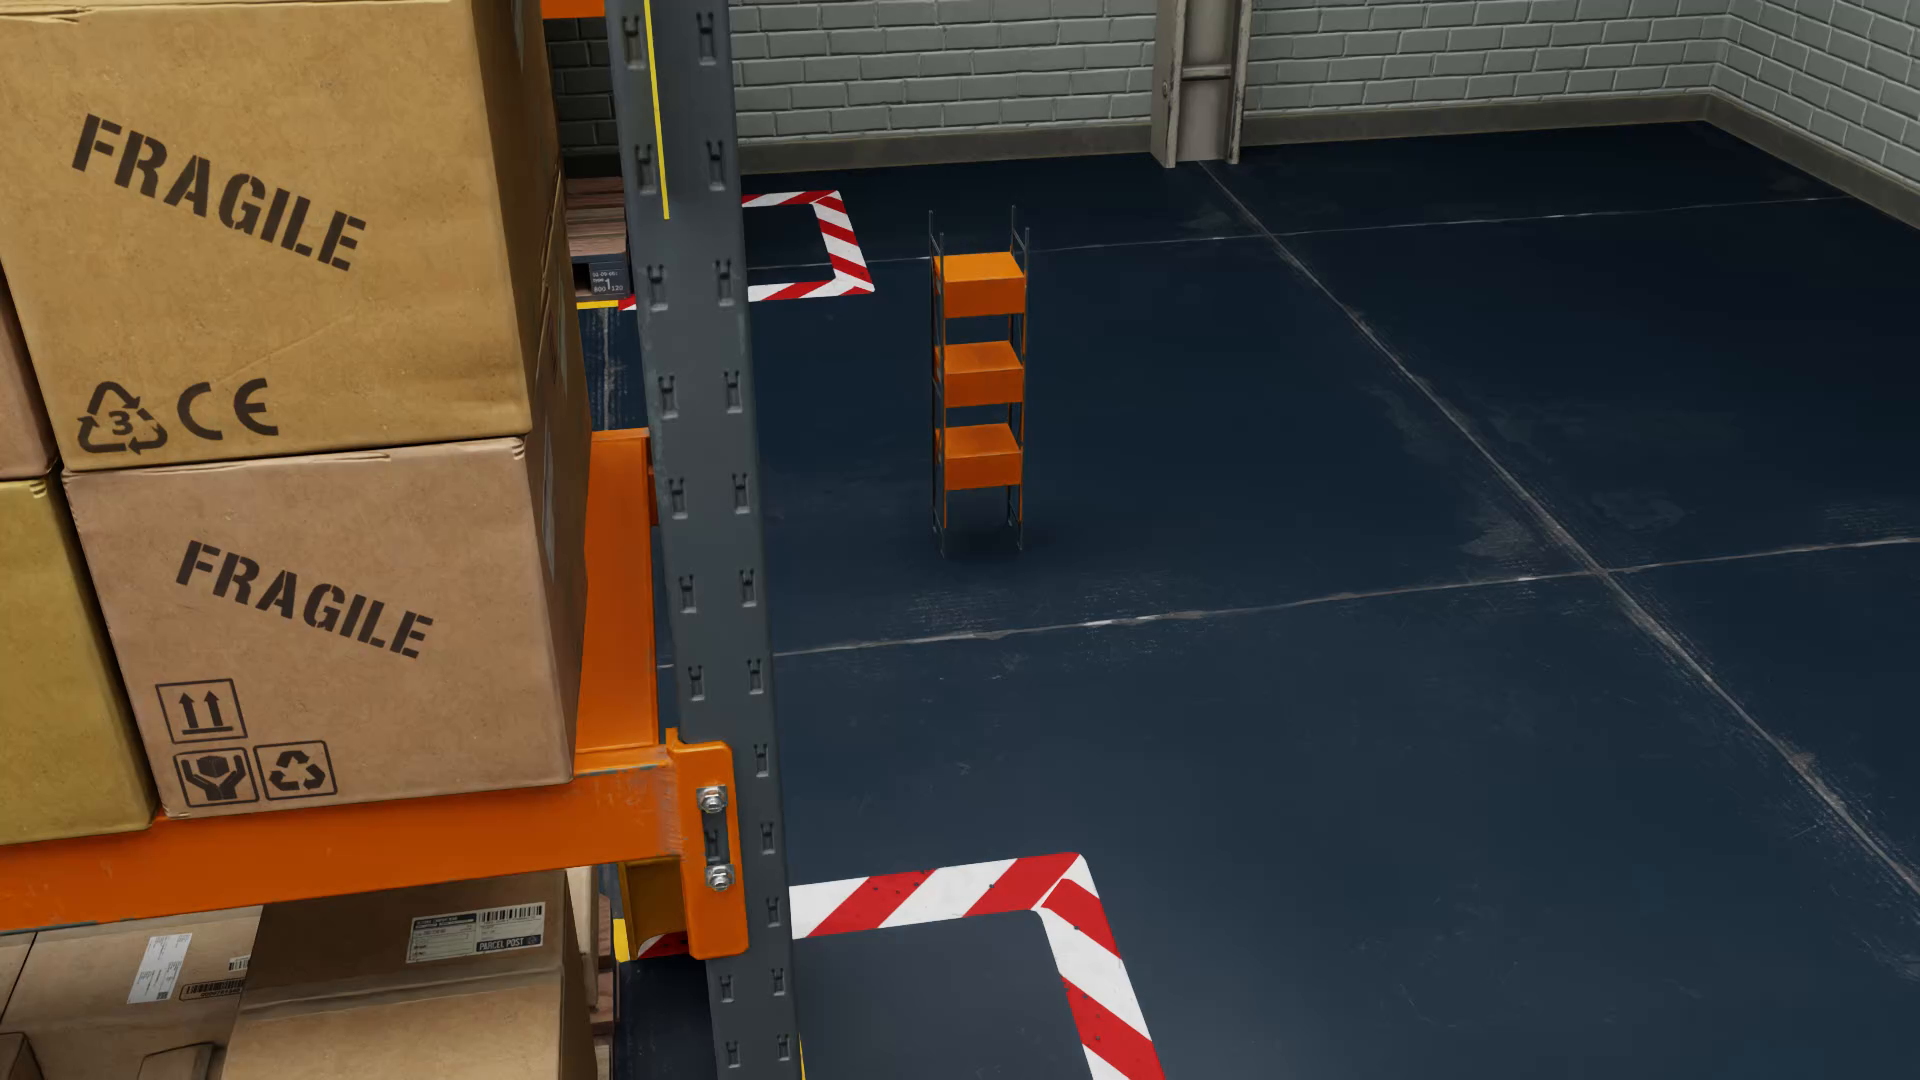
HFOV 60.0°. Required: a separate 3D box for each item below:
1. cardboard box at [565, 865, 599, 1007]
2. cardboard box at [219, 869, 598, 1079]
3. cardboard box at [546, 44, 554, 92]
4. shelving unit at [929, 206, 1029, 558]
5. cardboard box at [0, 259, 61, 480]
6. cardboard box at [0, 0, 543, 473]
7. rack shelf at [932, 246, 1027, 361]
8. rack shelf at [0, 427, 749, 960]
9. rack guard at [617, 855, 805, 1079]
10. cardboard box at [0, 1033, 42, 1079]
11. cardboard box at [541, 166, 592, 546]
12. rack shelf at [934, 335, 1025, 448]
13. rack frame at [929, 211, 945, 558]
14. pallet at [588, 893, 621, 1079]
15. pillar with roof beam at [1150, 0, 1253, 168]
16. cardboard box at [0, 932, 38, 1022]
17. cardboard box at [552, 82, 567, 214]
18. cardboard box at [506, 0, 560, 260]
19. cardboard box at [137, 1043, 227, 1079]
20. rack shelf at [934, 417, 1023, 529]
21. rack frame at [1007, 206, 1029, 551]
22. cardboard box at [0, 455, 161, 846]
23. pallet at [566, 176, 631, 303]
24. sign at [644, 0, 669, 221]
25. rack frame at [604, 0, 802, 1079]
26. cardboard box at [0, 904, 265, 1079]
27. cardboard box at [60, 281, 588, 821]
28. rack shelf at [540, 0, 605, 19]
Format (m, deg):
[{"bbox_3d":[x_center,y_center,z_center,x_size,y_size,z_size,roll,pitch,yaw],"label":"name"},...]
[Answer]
[{"bbox_3d":[-0.865,0.769,3.361,0.250,0.149,0.380,-5,31,-9],"label":"cardboard box"},{"bbox_3d":[-0.882,0.923,2.753,0.500,0.500,0.500,-5,31,-9],"label":"cardboard box"},{"bbox_3d":[-1.871,-1.987,7.082,0.250,0.149,0.380,-5,31,-9],"label":"cardboard box"},{"bbox_3d":[0.053,-0.457,4.992,0.252,1.050,0.215,-5,31,-9],"label":"shelving unit"},{"bbox_3d":[-1.277,-0.387,1.864,0.500,0.500,0.500,-4,31,-8],"label":"cardboard box"},{"bbox_3d":[-0.780,-0.433,1.943,0.500,0.500,0.500,-6,31,-9],"label":"cardboard box"},{"bbox_3d":[0.053,-0.693,4.854,0.240,0.259,0.215,-5,31,-9],"label":"rack shelf"},{"bbox_3d":[-2.359,0.356,2.396,4.000,0.370,1.077,-5,31,-9],"label":"rack shelf"},{"bbox_3d":[-0.466,0.947,3.146,0.348,0.500,1.175,-5,31,-9],"label":"rack guard"},{"bbox_3d":[-1.822,1.103,2.694,0.500,0.250,0.500,-5,31,-9],"label":"cardboard box"},{"bbox_3d":[-0.876,-0.271,2.653,0.500,0.500,0.500,-5,31,-8],"label":"cardboard box"},{"bbox_3d":[0.053,-0.448,4.998,0.240,0.259,0.215,-5,31,-9],"label":"rack shelf"},{"bbox_3d":[-0.067,-0.446,4.973,0.008,1.050,0.200,-5,31,-9],"label":"rack frame"},{"bbox_3d":[-1.250,1.145,3.094,1.213,0.211,1.003,-5,31,-9],"label":"pallet"},{"bbox_3d":[1.988,-3.724,2.705,0.400,9.000,9.100,-5,31,-9],"label":"pillar with roof beam"},{"bbox_3d":[-1.961,0.858,3.110,0.500,0.250,0.500,-5,31,-9],"label":"cardboard box"},{"bbox_3d":[-1.958,-1.596,7.057,0.500,0.500,0.700,-5,31,-9],"label":"cardboard box"},{"bbox_3d":[-0.876,-0.702,2.400,0.500,0.500,0.500,-4,31,-7],"label":"cardboard box"},{"bbox_3d":[-1.297,1.059,2.851,0.250,0.166,0.380,-5,31,-9],"label":"cardboard box"},{"bbox_3d":[0.053,-0.209,5.138,0.240,0.259,0.215,-5,31,-9],"label":"rack shelf"},{"bbox_3d":[0.173,-0.469,5.011,0.008,1.050,0.200,-5,31,-9],"label":"rack frame"},{"bbox_3d":[-1.293,0.045,2.115,0.500,0.500,0.500,-5,31,-8],"label":"cardboard box"},{"bbox_3d":[-2.060,-1.292,7.240,1.213,0.211,1.003,-5,31,-9],"label":"pallet"},{"bbox_3d":[-0.311,-0.494,1.677,0.005,0.325,0.100,-5,31,-9],"label":"sign"},{"bbox_3d":[-0.392,-0.137,2.524,0.127,3.000,1.000,-5,31,-9],"label":"rack frame"},{"bbox_3d":[-1.469,0.812,3.188,0.500,0.250,0.500,-5,31,-9],"label":"cardboard box"},{"bbox_3d":[-0.783,-0.004,2.198,0.500,0.500,0.500,-4,31,-7],"label":"cardboard box"},{"bbox_3d":[-3.255,-2.114,6.595,4.000,0.370,1.077,-5,31,-9],"label":"rack shelf"}]
